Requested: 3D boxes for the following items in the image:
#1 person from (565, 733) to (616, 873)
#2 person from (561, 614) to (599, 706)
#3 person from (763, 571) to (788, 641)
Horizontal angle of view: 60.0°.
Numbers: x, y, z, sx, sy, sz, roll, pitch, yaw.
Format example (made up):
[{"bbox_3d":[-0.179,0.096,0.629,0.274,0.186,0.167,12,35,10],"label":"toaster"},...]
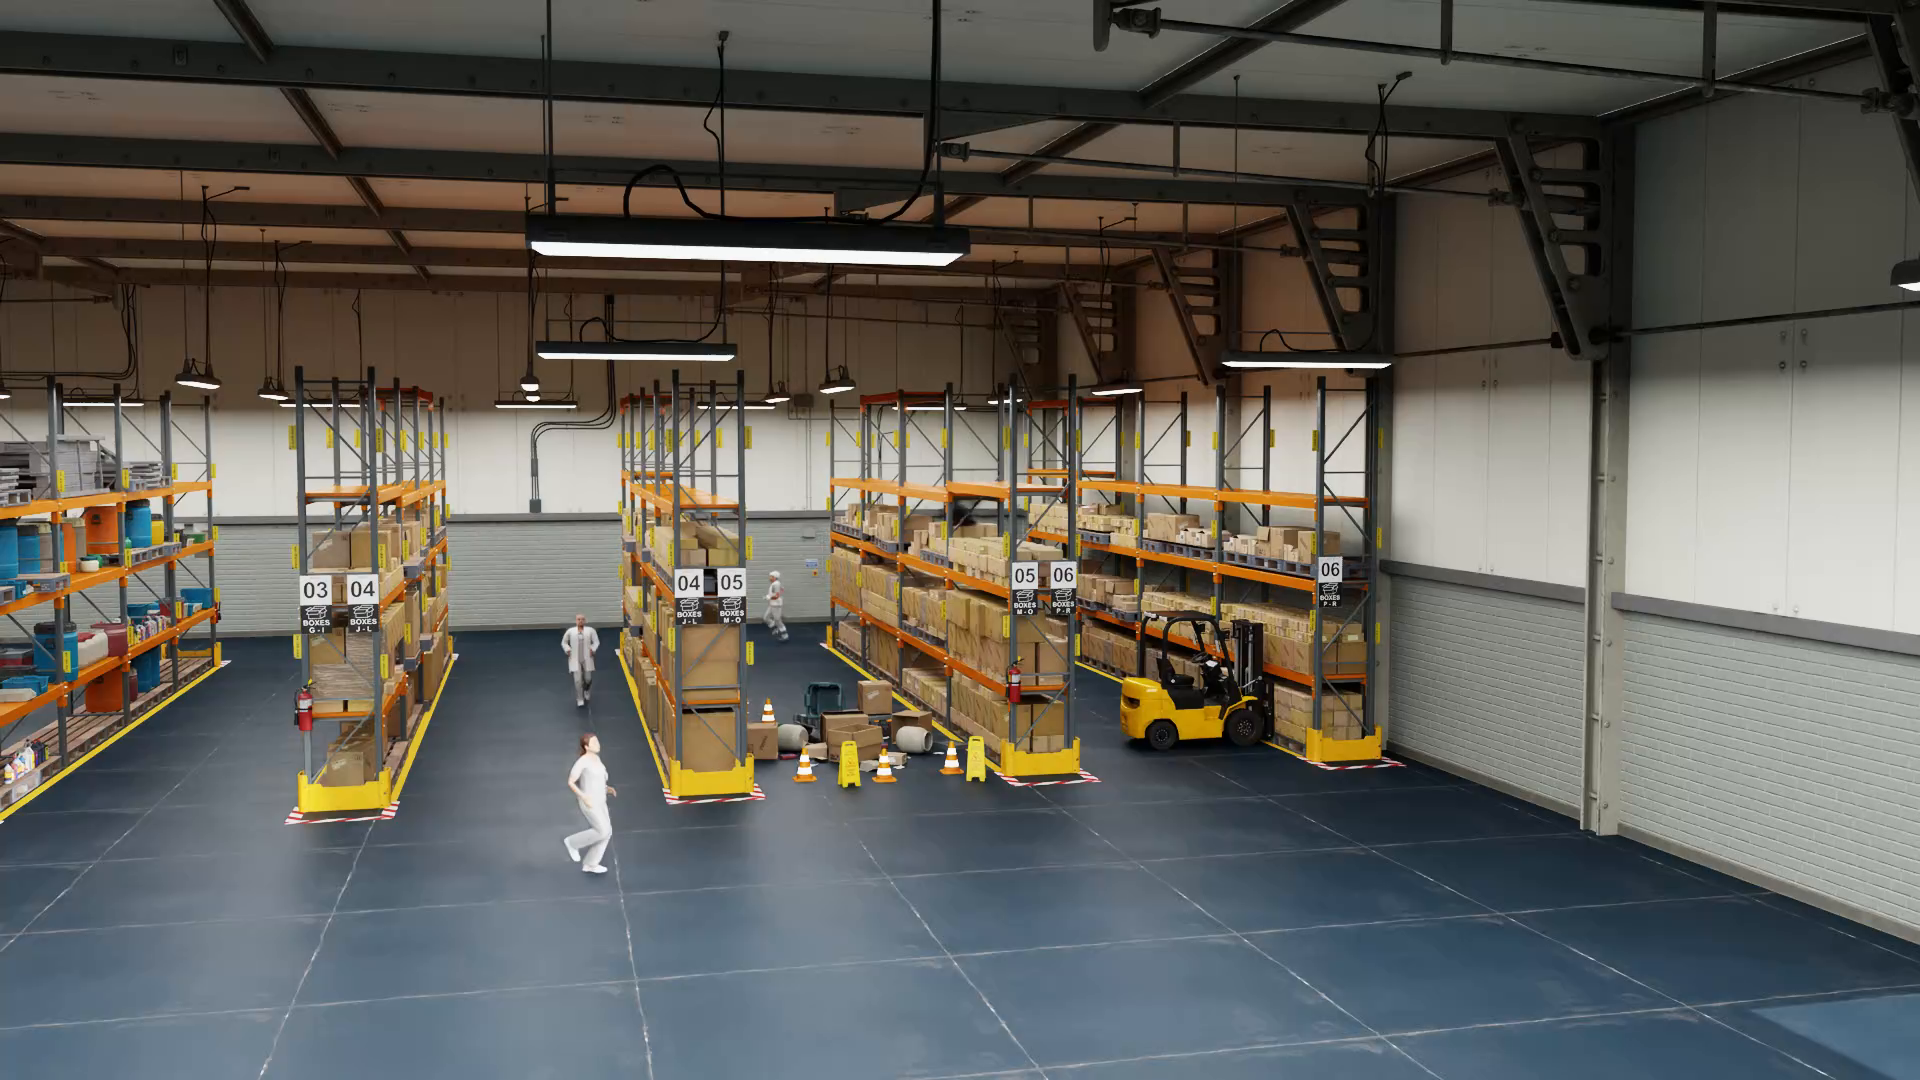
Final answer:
[{"bbox_3d":[-4.278,3.042,19.276,0.569,1.620,0.564,1,4,19],"label":"person"},{"bbox_3d":[-7.177,2.259,31.446,0.706,1.724,0.669,-1,4,-15],"label":"person"},{"bbox_3d":[-4.580,1.654,41.282,0.656,1.776,0.665,-1,3,-13],"label":"person"}]
